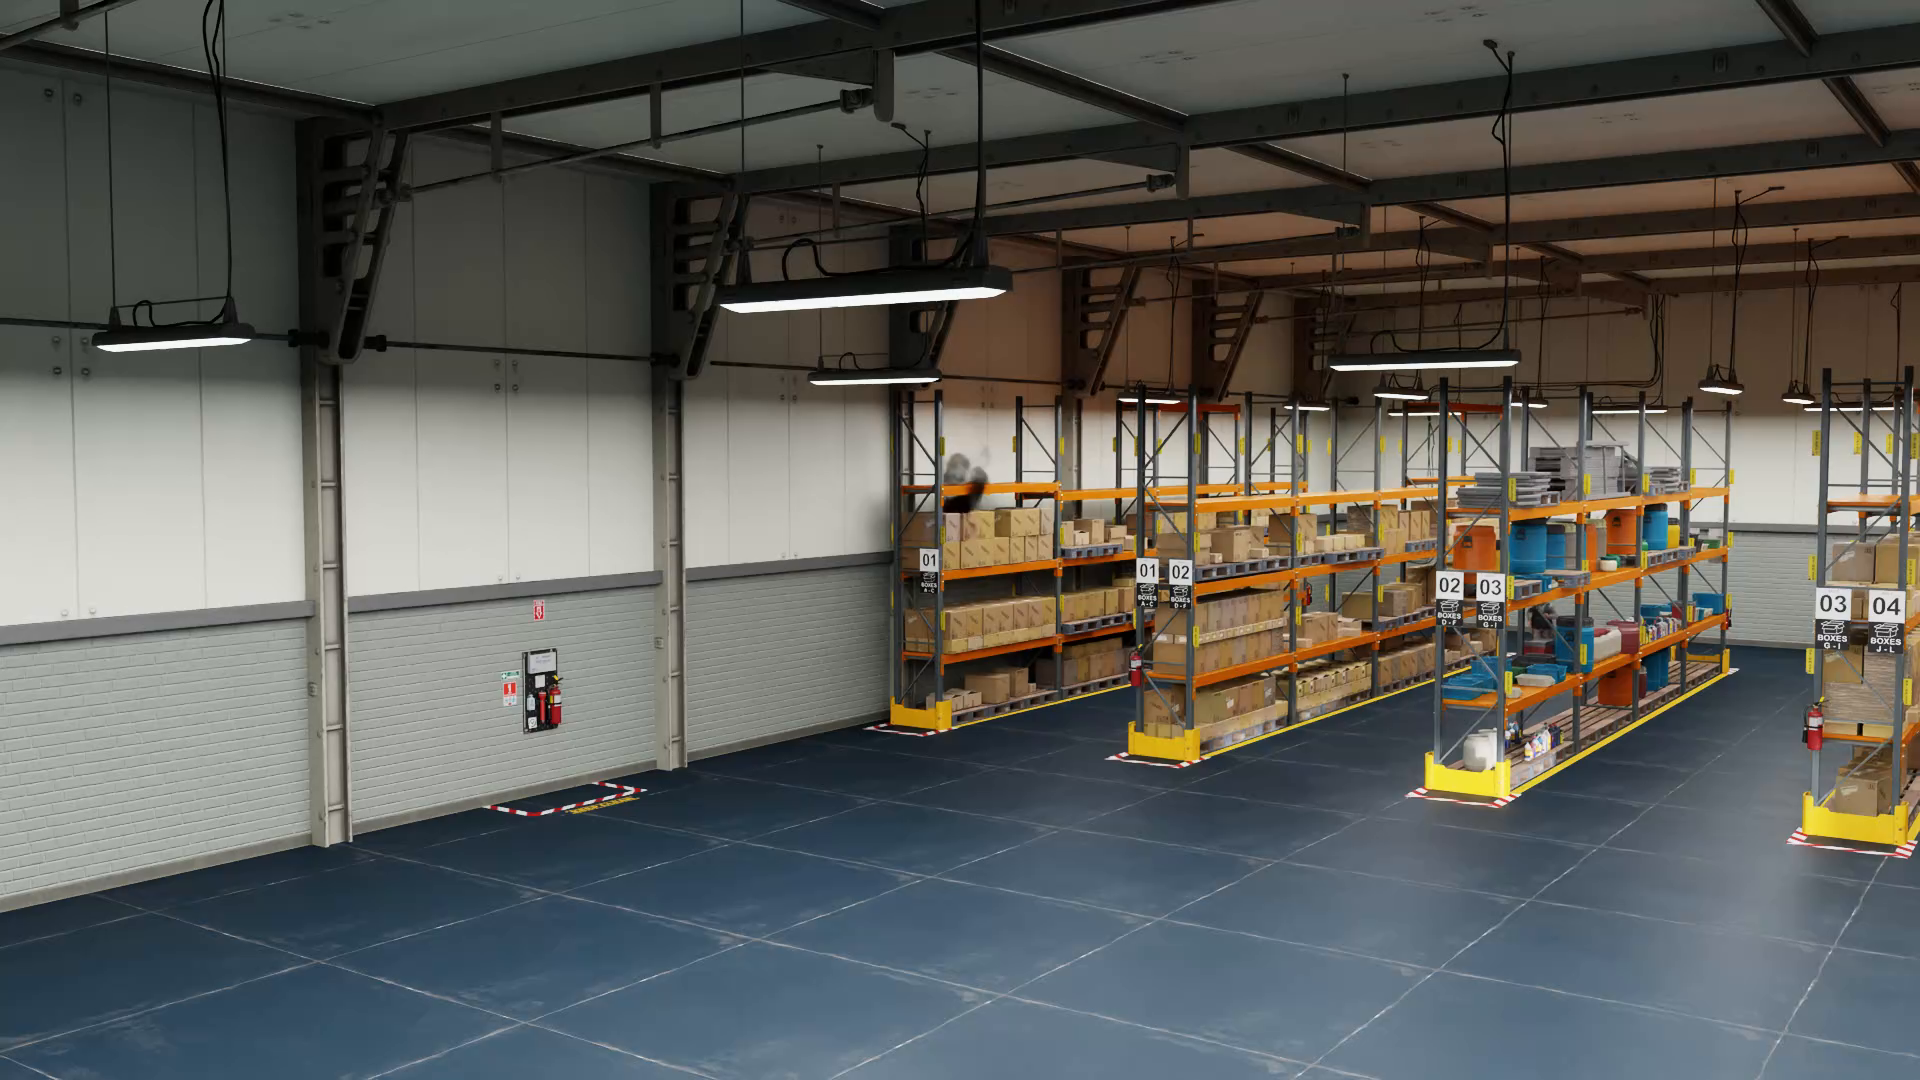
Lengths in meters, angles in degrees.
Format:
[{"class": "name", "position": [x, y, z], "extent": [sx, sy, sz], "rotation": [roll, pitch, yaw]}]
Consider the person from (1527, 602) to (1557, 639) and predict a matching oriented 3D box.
[{"class": "person", "position": [13.043, 2.029, 37.282], "extent": [0.657, 1.762, 0.822], "rotation": [1, 3, 21]}]
